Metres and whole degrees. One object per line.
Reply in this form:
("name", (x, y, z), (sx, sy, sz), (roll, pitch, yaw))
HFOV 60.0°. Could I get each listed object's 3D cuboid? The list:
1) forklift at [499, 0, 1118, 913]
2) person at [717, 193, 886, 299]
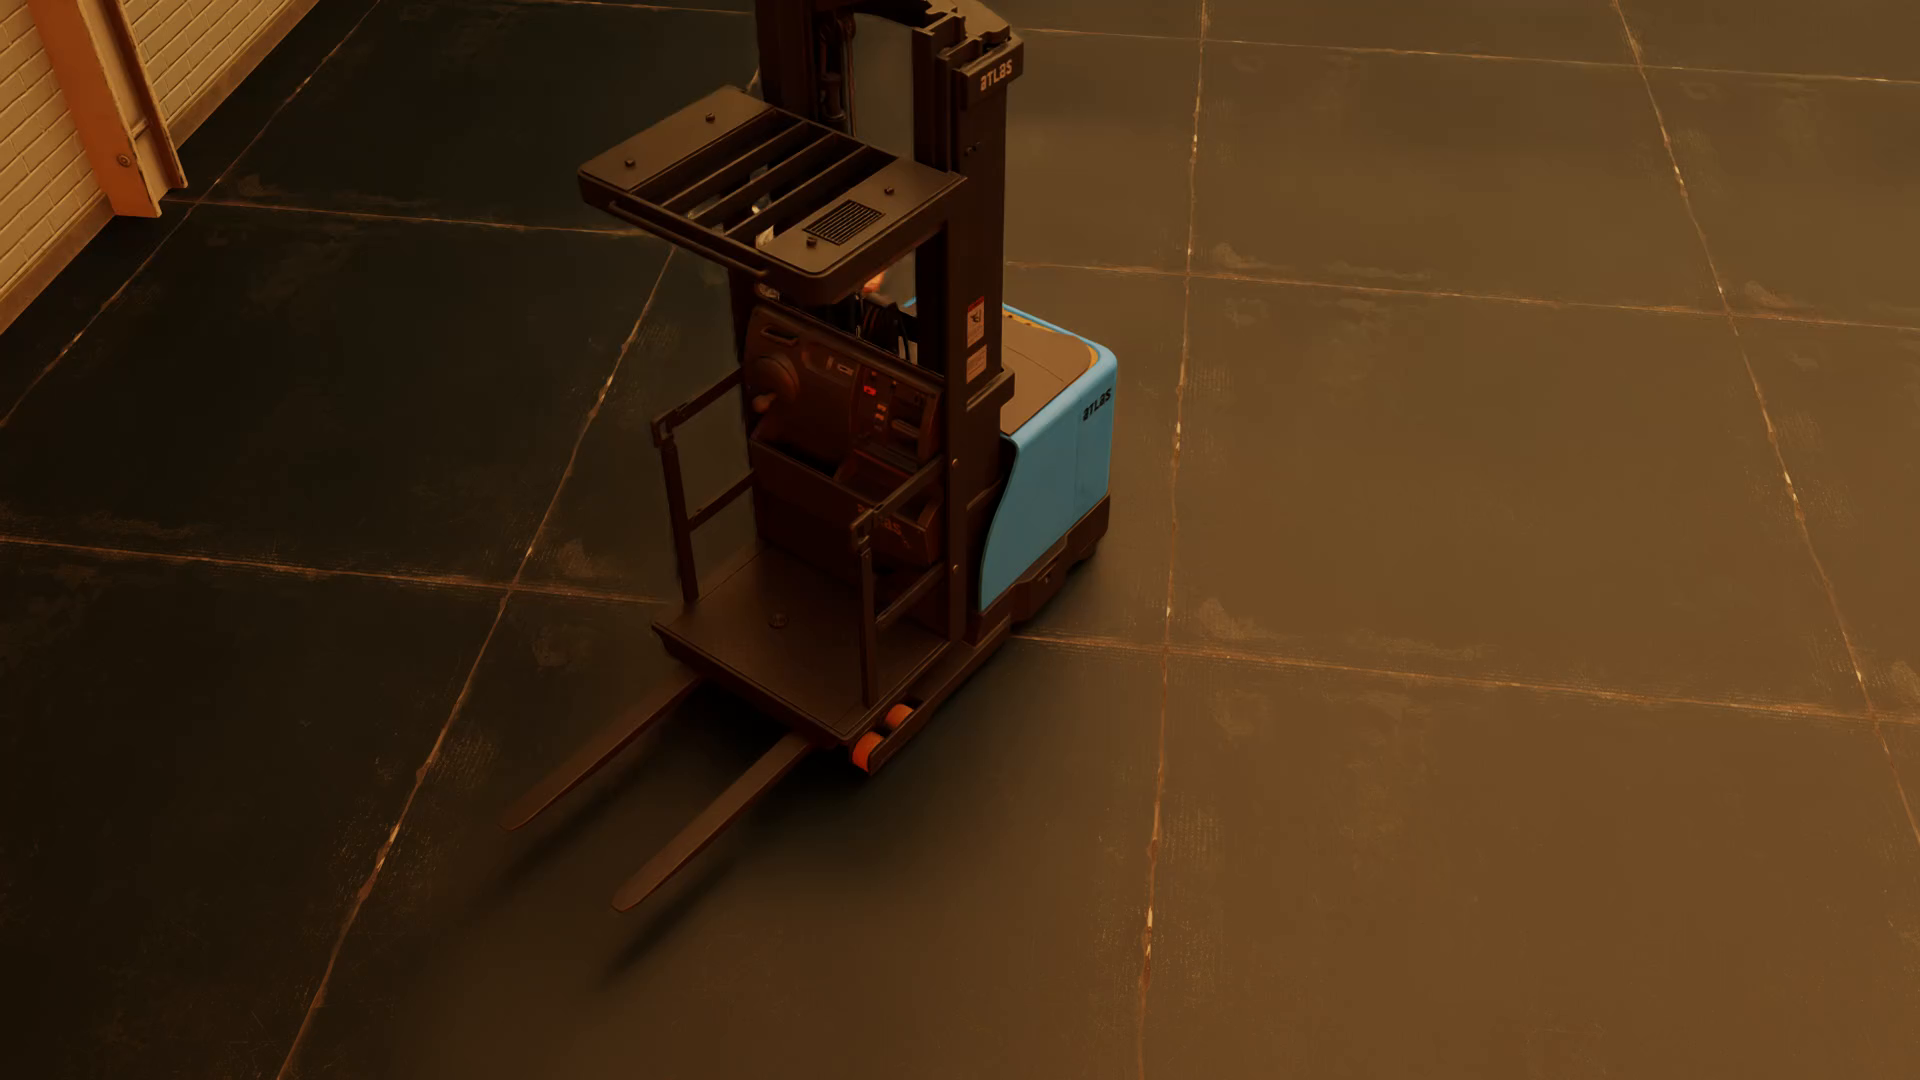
("forklift", (-0.591, -0.505, 6.274), (1.130, 2.935, 3.031), (27, 49, 26))
("person", (-0.708, -1.109, 8.009), (1.620, 1.457, 0.831), (32, 52, 30))
